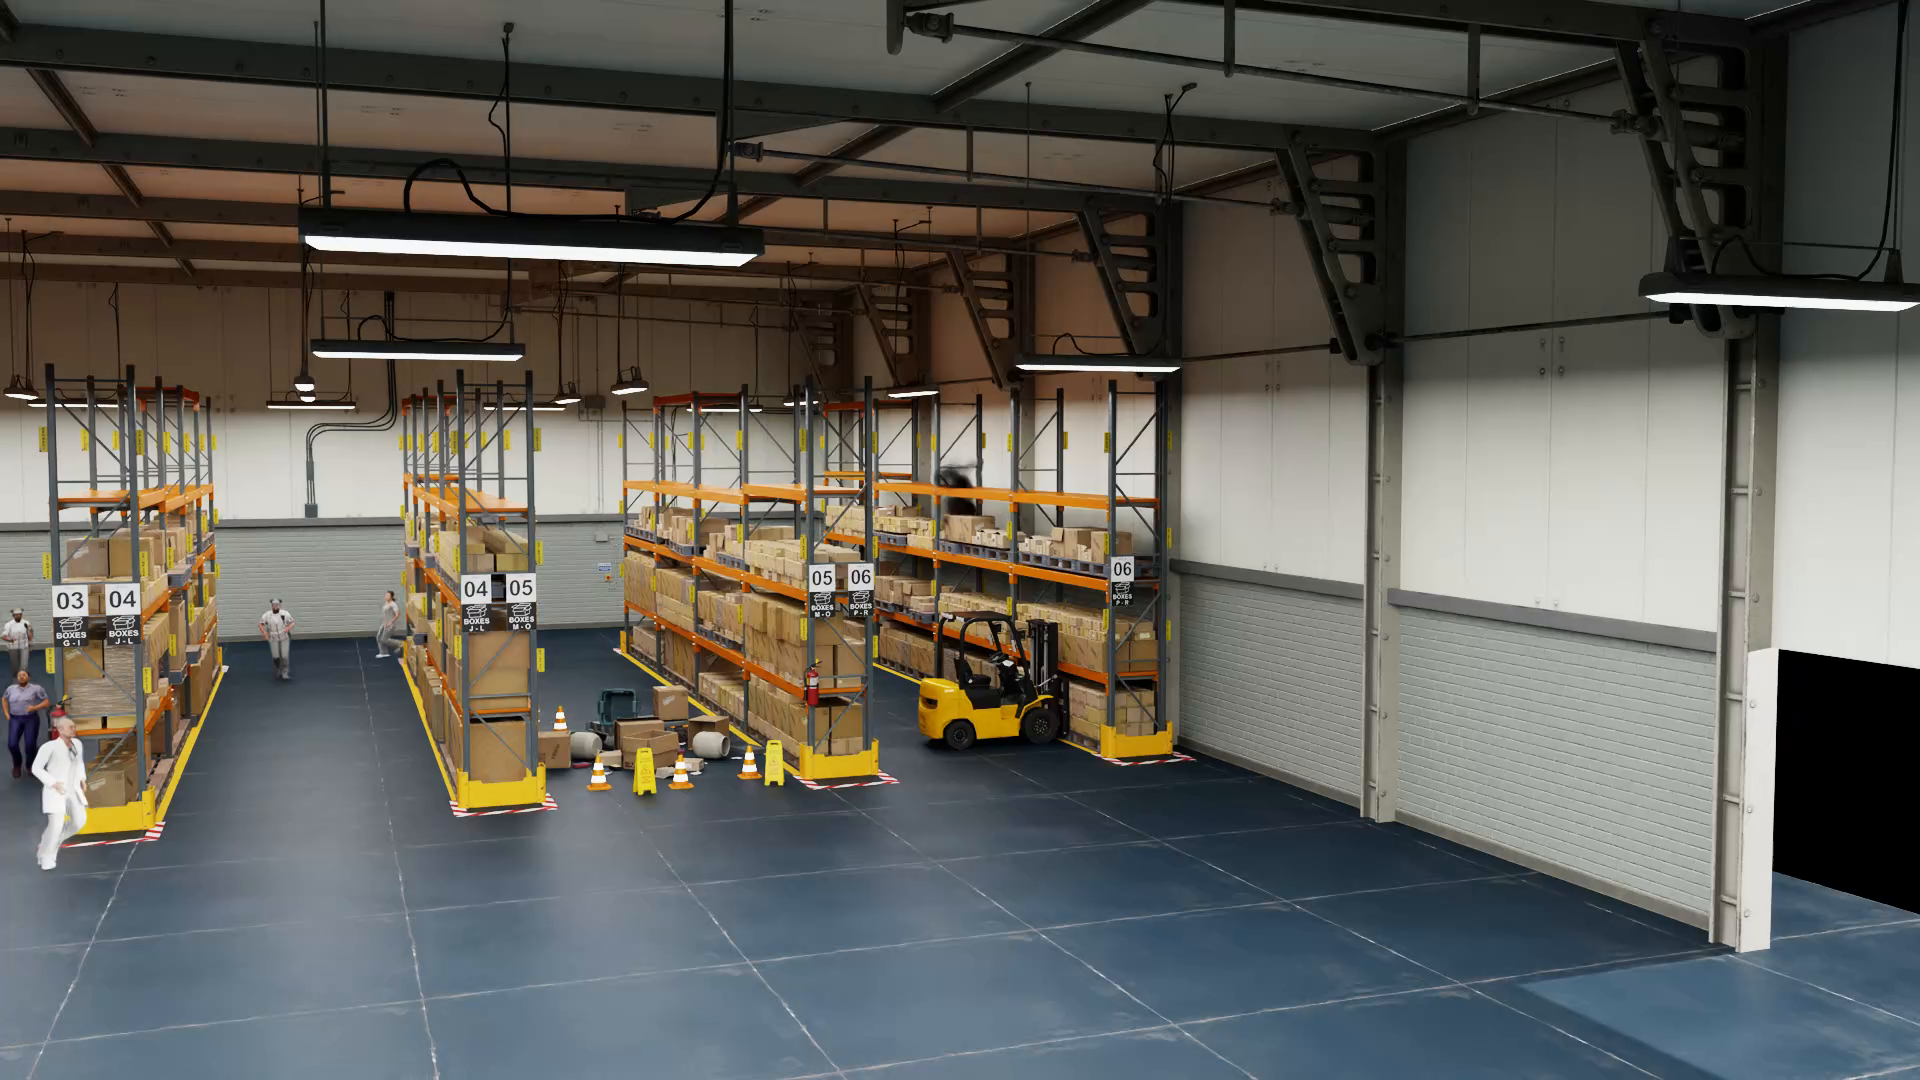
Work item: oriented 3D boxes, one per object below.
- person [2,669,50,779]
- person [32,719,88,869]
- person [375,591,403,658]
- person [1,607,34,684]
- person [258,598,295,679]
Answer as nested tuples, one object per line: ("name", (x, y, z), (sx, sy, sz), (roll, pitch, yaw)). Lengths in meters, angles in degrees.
("person", (-13.951, 2.739, 24.814), (0.663, 1.642, 0.593), (-1, 4, -18))
("person", (-10.633, 2.989, 19.757), (0.565, 1.723, 0.744), (2, 4, 25))
("person", (-13.231, 1.959, 38.763), (0.603, 1.592, 0.664), (-3, 4, -41))
("person", (-18.957, 2.192, 33.481), (0.587, 1.698, 0.930), (-2, 4, -34))
("person", (-14.432, 2.084, 35.152), (0.712, 1.736, 0.624), (-2, 4, -25))
